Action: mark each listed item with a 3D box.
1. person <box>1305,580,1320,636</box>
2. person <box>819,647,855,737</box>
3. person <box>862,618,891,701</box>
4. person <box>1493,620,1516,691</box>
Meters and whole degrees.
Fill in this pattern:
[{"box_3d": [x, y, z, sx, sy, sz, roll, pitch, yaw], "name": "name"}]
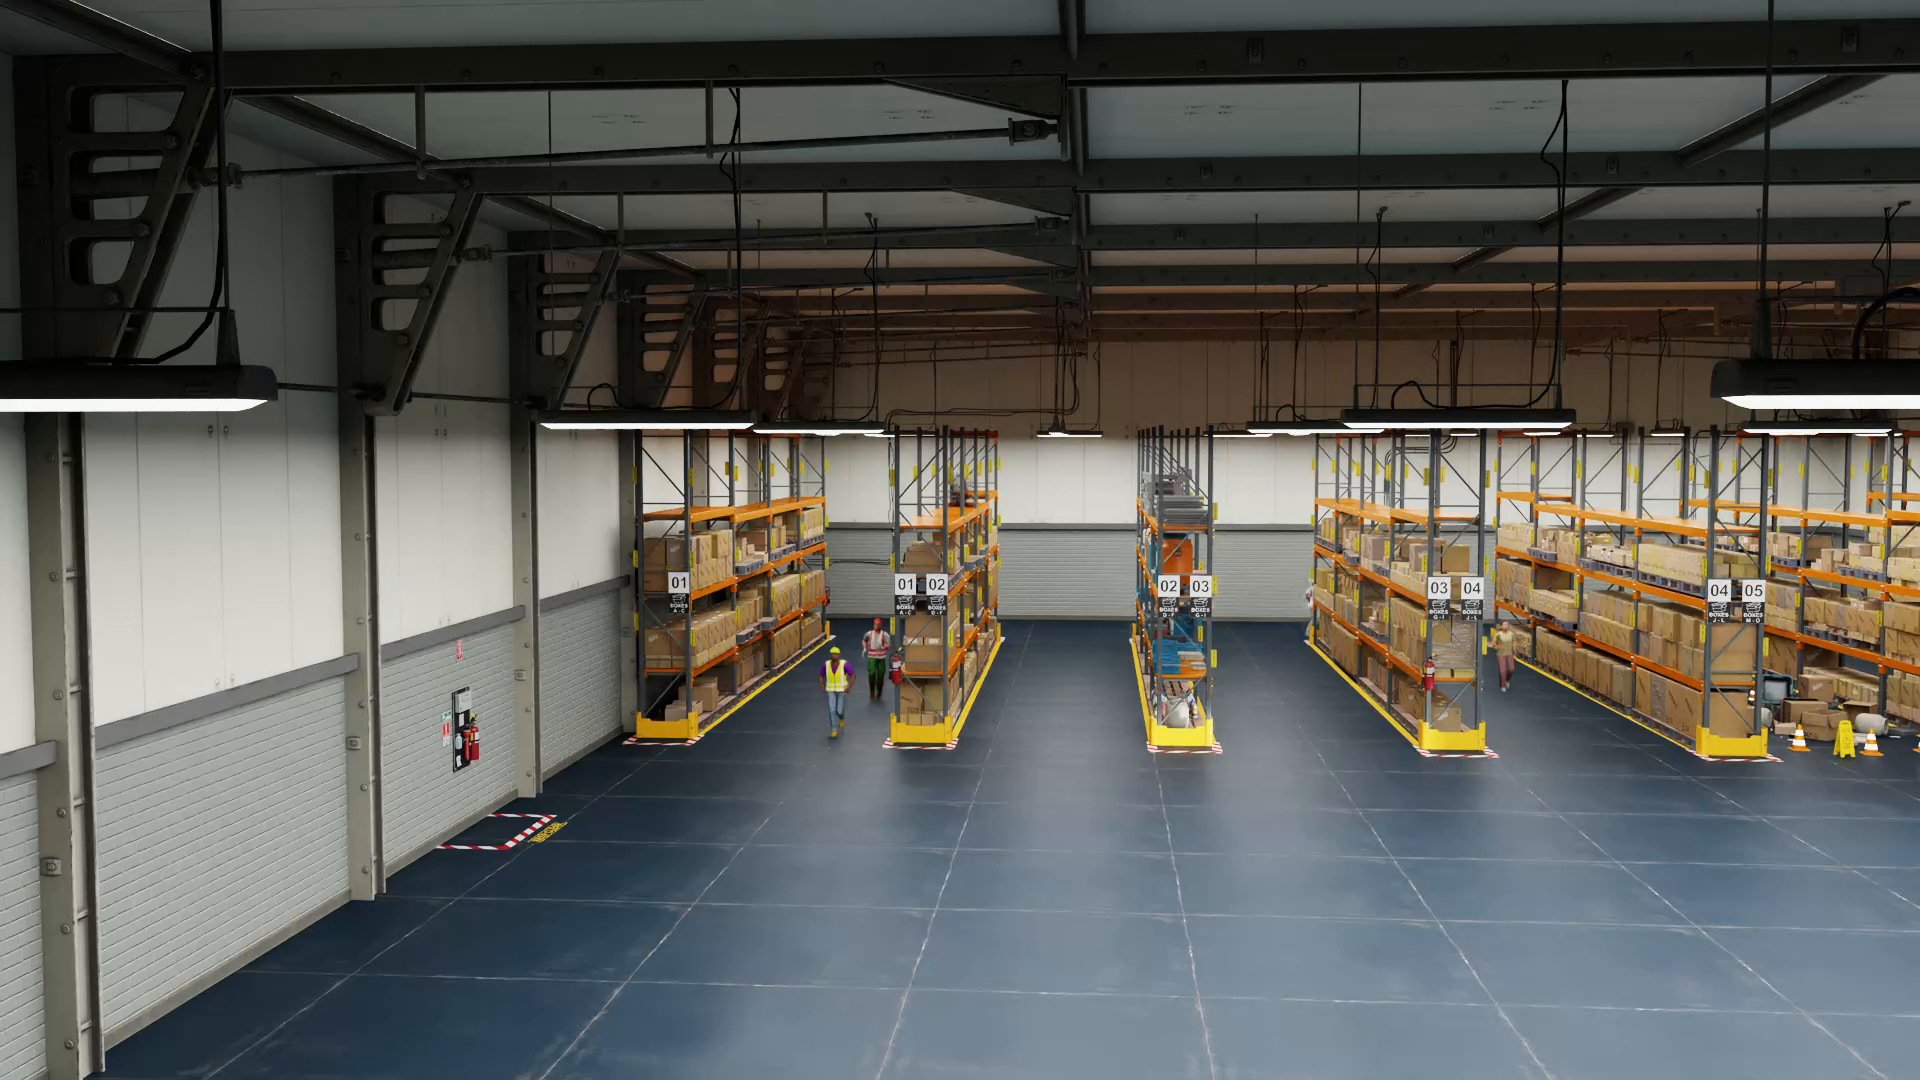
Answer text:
[{"box_3d": [10.352, 1.950, 48.259, 0.659, 1.764, 0.693, 1, 4, 17], "name": "person"}, {"box_3d": [-2.387, 2.917, 32.237, 0.715, 1.727, 0.650, 0, 3, 6], "name": "person"}, {"box_3d": [-1.835, 2.627, 36.590, 0.641, 1.817, 0.735, 0, 3, -3], "name": "person"}, {"box_3d": [12.384, 2.633, 37.741, 0.566, 1.633, 0.555, 0, 3, 4], "name": "person"}]
